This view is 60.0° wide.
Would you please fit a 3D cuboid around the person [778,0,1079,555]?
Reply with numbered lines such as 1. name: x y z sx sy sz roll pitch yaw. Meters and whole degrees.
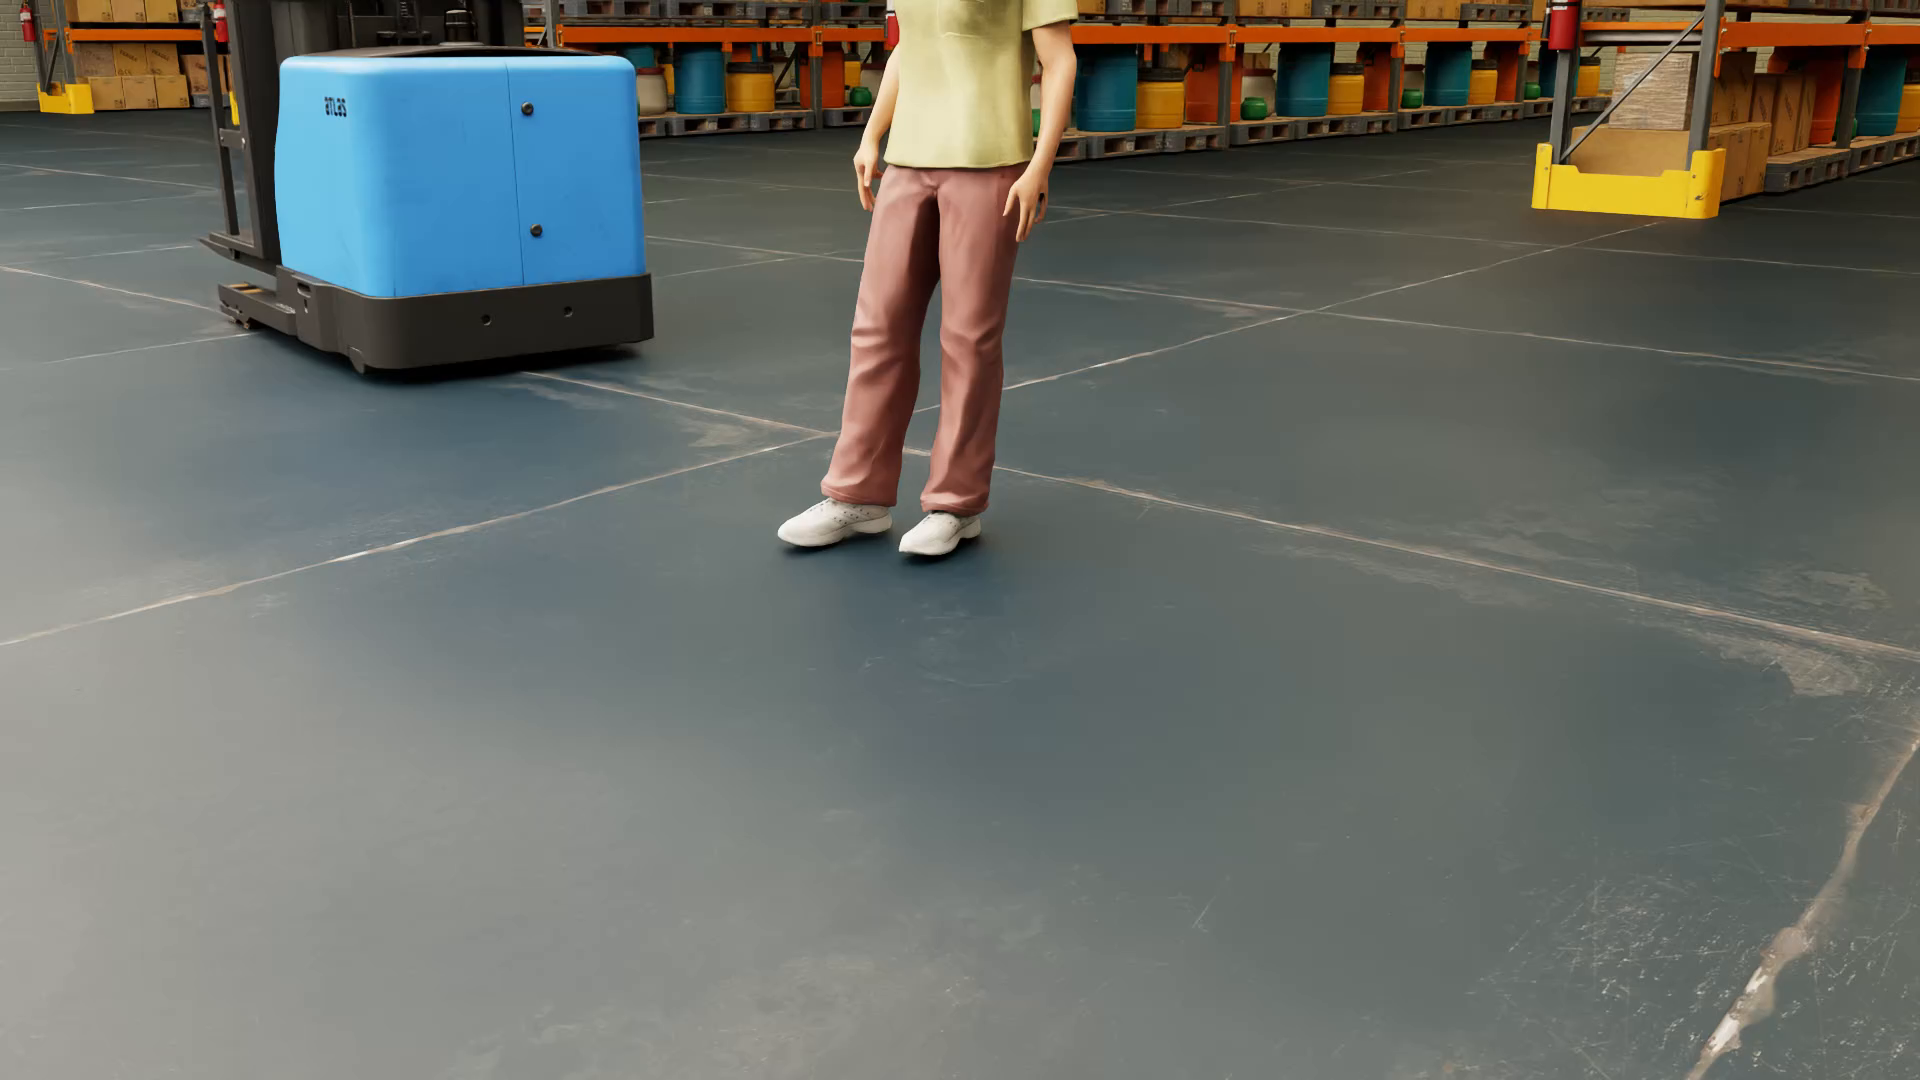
1. person: -0.056 -0.794 3.649 0.553 1.673 0.548 13 21 37

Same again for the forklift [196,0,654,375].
1. forklift: -2.429 -2.336 6.590 1.130 2.935 3.031 -13 21 -36
